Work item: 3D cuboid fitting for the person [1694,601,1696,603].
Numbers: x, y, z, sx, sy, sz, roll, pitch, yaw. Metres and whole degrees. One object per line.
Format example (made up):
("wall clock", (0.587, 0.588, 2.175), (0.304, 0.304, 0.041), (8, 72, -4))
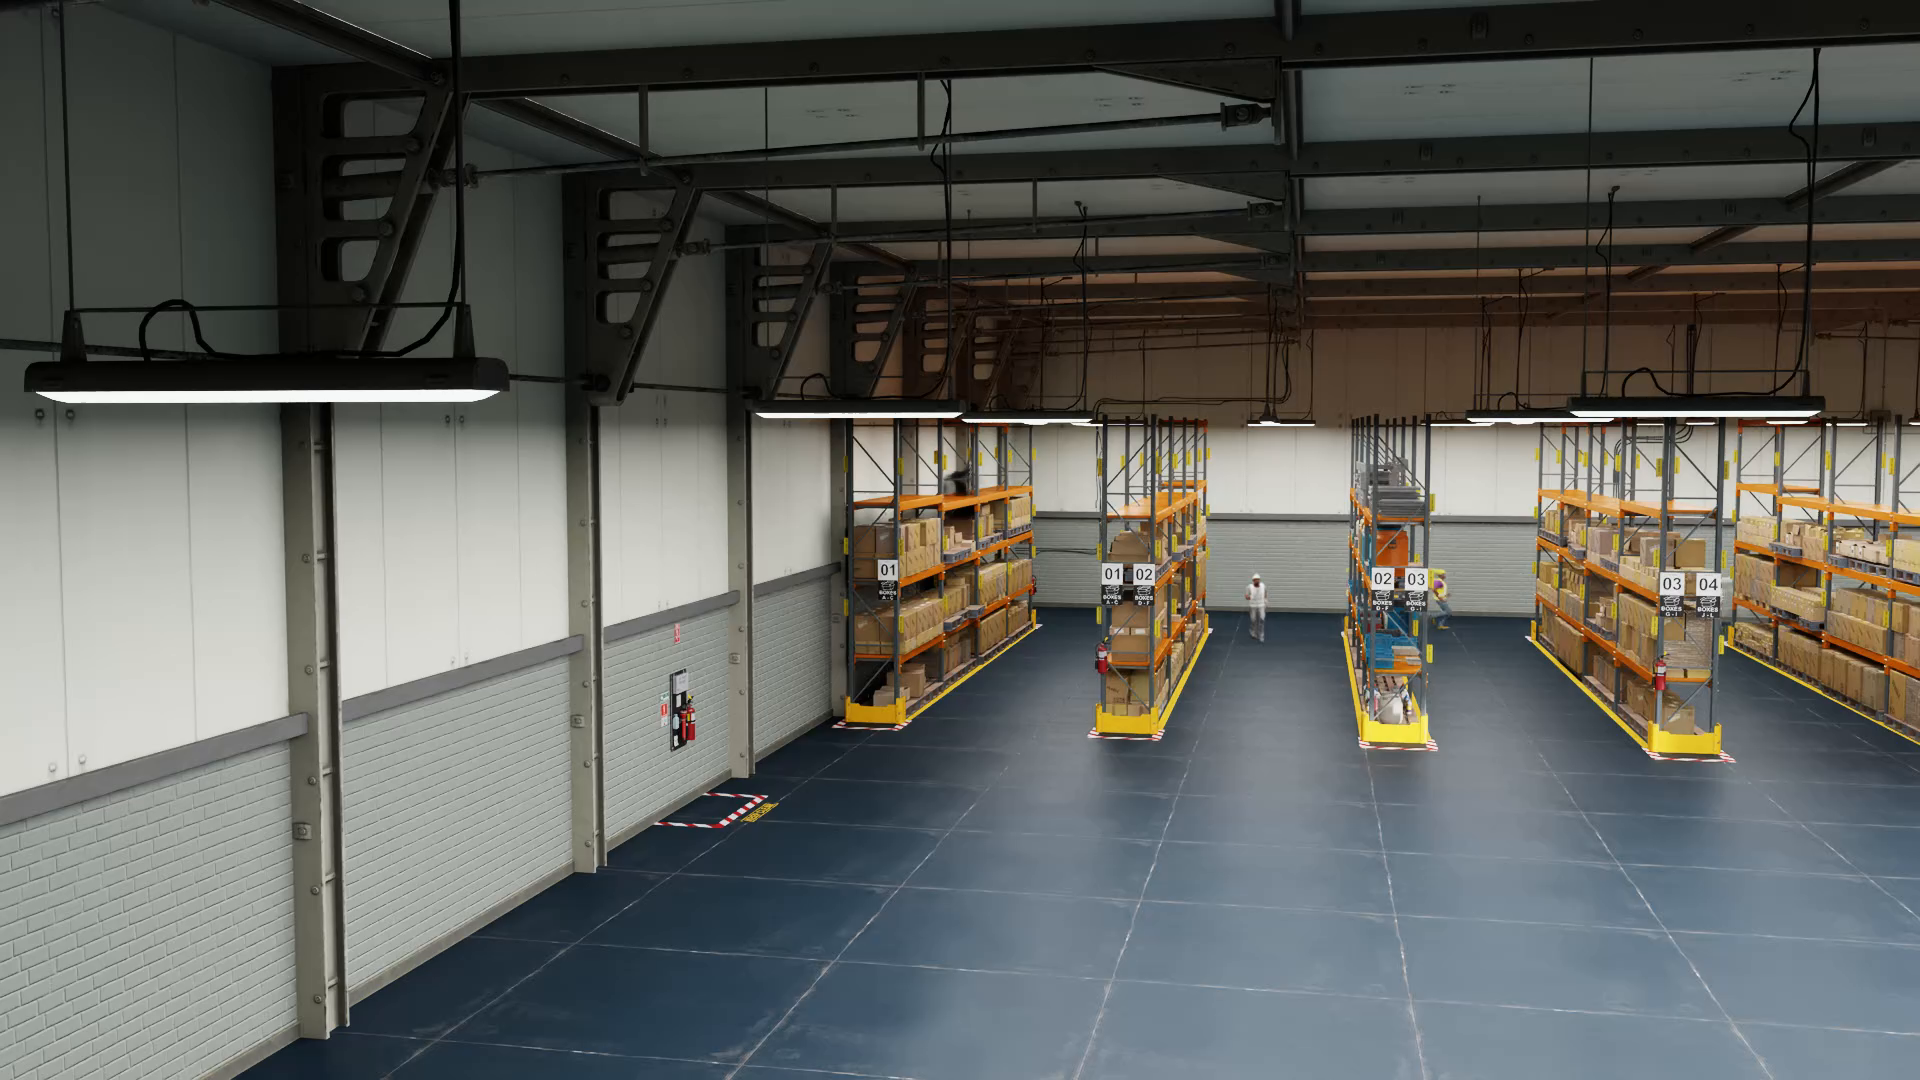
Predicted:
("person", (20.170, 1.852, 45.362), (0.734, 1.735, 0.809), (1, 4, 17))

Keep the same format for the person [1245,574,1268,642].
("person", (8.044, 1.831, 45.173), (0.635, 1.825, 0.919), (0, 4, 2))

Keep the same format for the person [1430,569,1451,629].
("person", (13.746, 1.700, 47.553), (0.592, 1.722, 0.714), (1, 4, 18))
